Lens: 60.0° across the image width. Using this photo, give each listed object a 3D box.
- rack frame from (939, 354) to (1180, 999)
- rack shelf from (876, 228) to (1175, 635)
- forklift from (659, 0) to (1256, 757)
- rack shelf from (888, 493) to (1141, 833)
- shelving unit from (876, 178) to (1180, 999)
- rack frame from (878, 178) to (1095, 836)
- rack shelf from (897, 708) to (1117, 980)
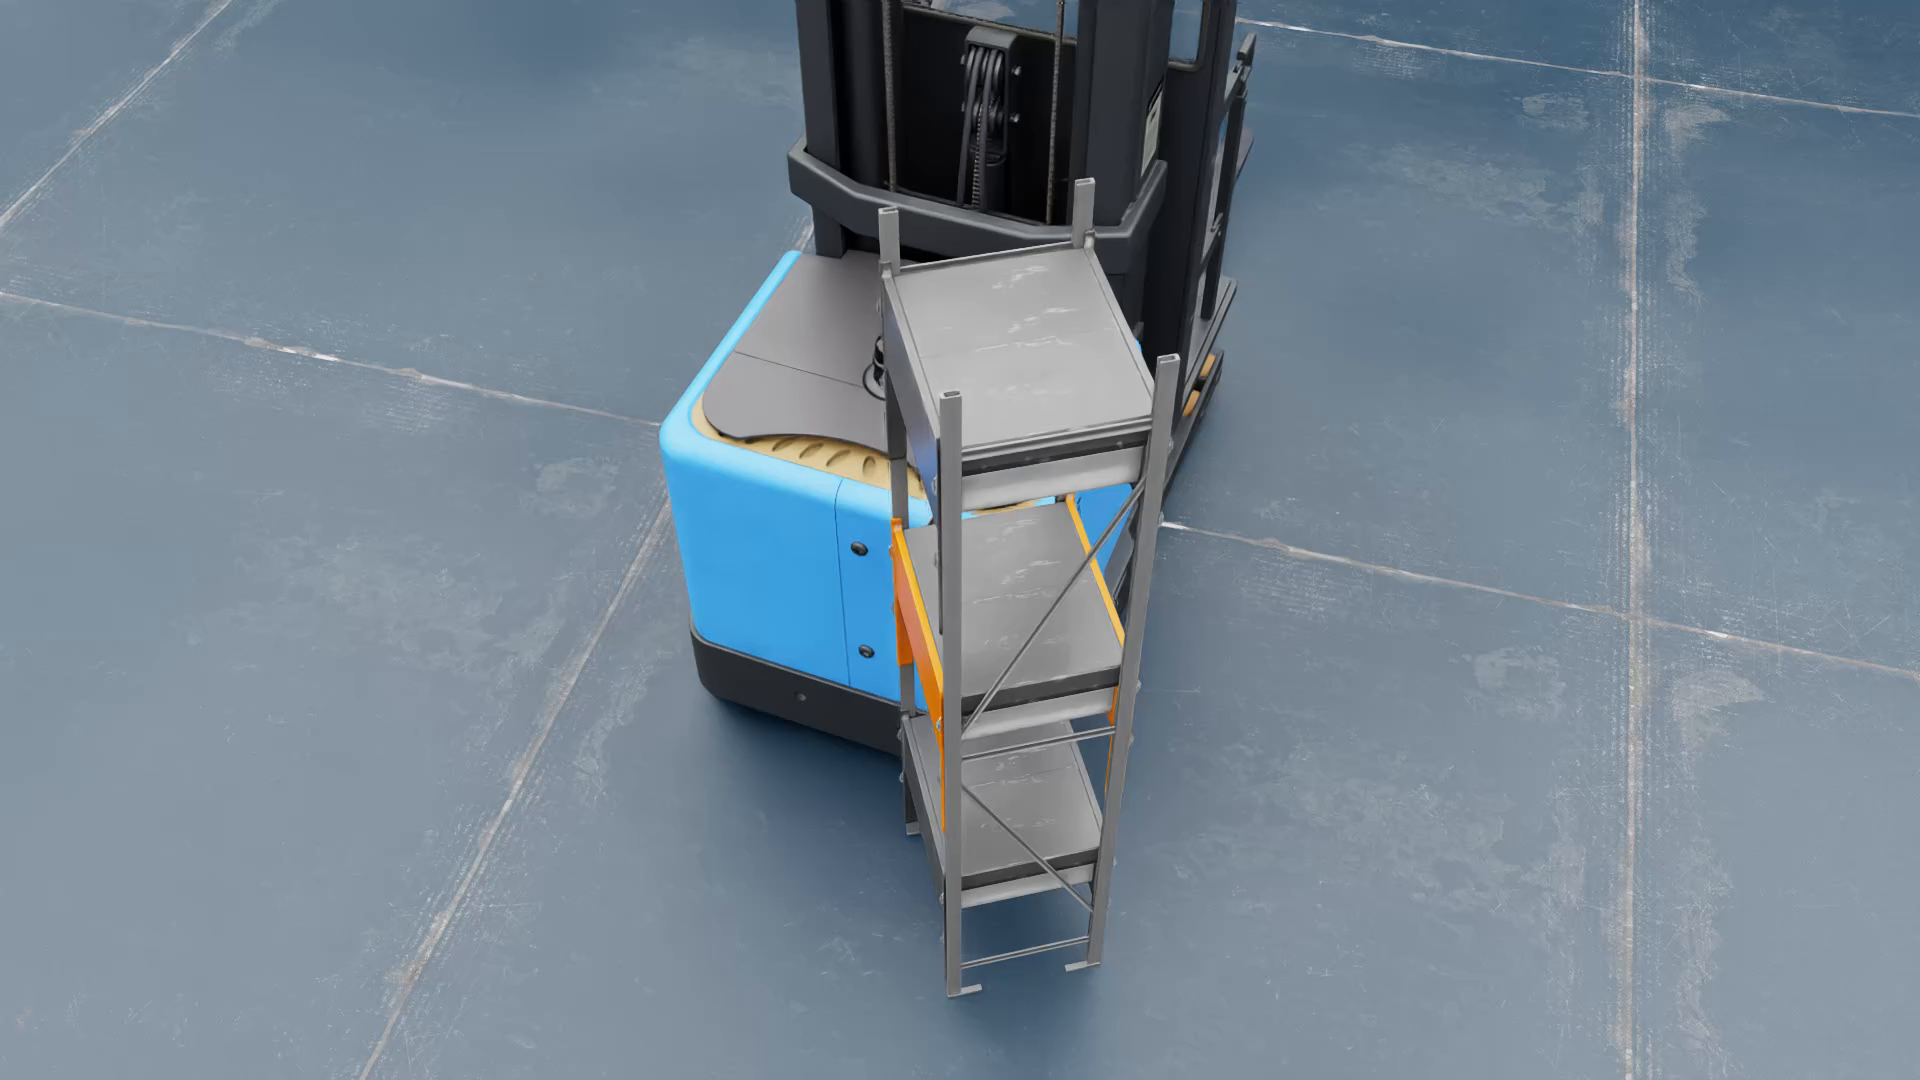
[{"bbox_3d":[0.163,0.430,3.470,0.400,2.100,0.015,-10,49,-9],"label":"rack frame"},{"bbox_3d":[0.106,-0.202,3.113,0.431,0.518,0.480,-10,49,-9],"label":"rack shelf"},{"bbox_3d":[0.251,-1.417,4.546,1.130,2.935,3.031,16,51,14],"label":"forklift"},{"bbox_3d":[0.106,0.261,3.637,0.431,0.518,0.480,-10,49,-9],"label":"rack shelf"},{"bbox_3d":[0.106,0.252,3.627,0.431,2.100,0.503,-10,49,-9],"label":"shelving unit"},{"bbox_3d":[0.050,0.074,3.784,0.400,2.100,0.015,-10,49,-9],"label":"rack frame"},{"bbox_3d":[0.106,0.724,4.162,0.431,0.518,0.480,-10,49,-9],"label":"rack shelf"}]
